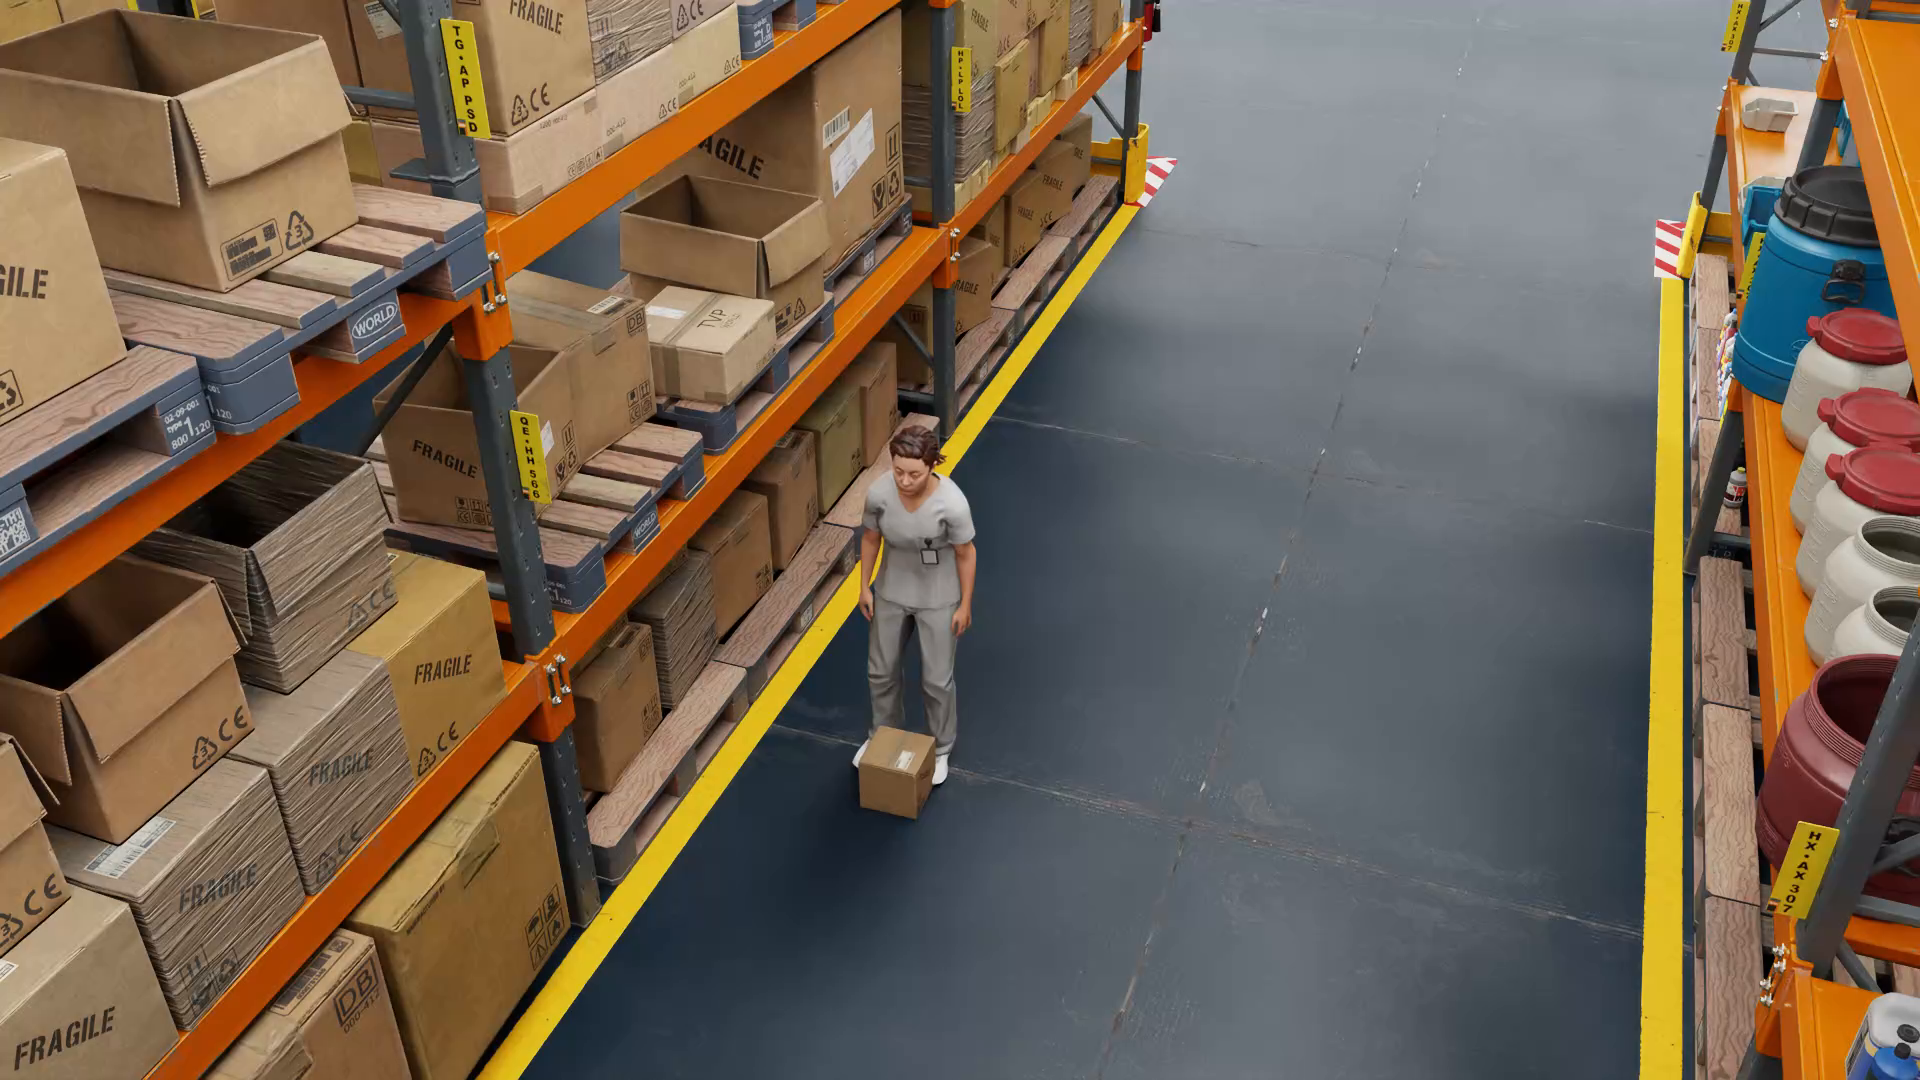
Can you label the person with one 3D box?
[{"bbox_3d":[-0.184,0.256,6.773,0.507,1.651,0.363,9,34,14],"label":"person"}]
